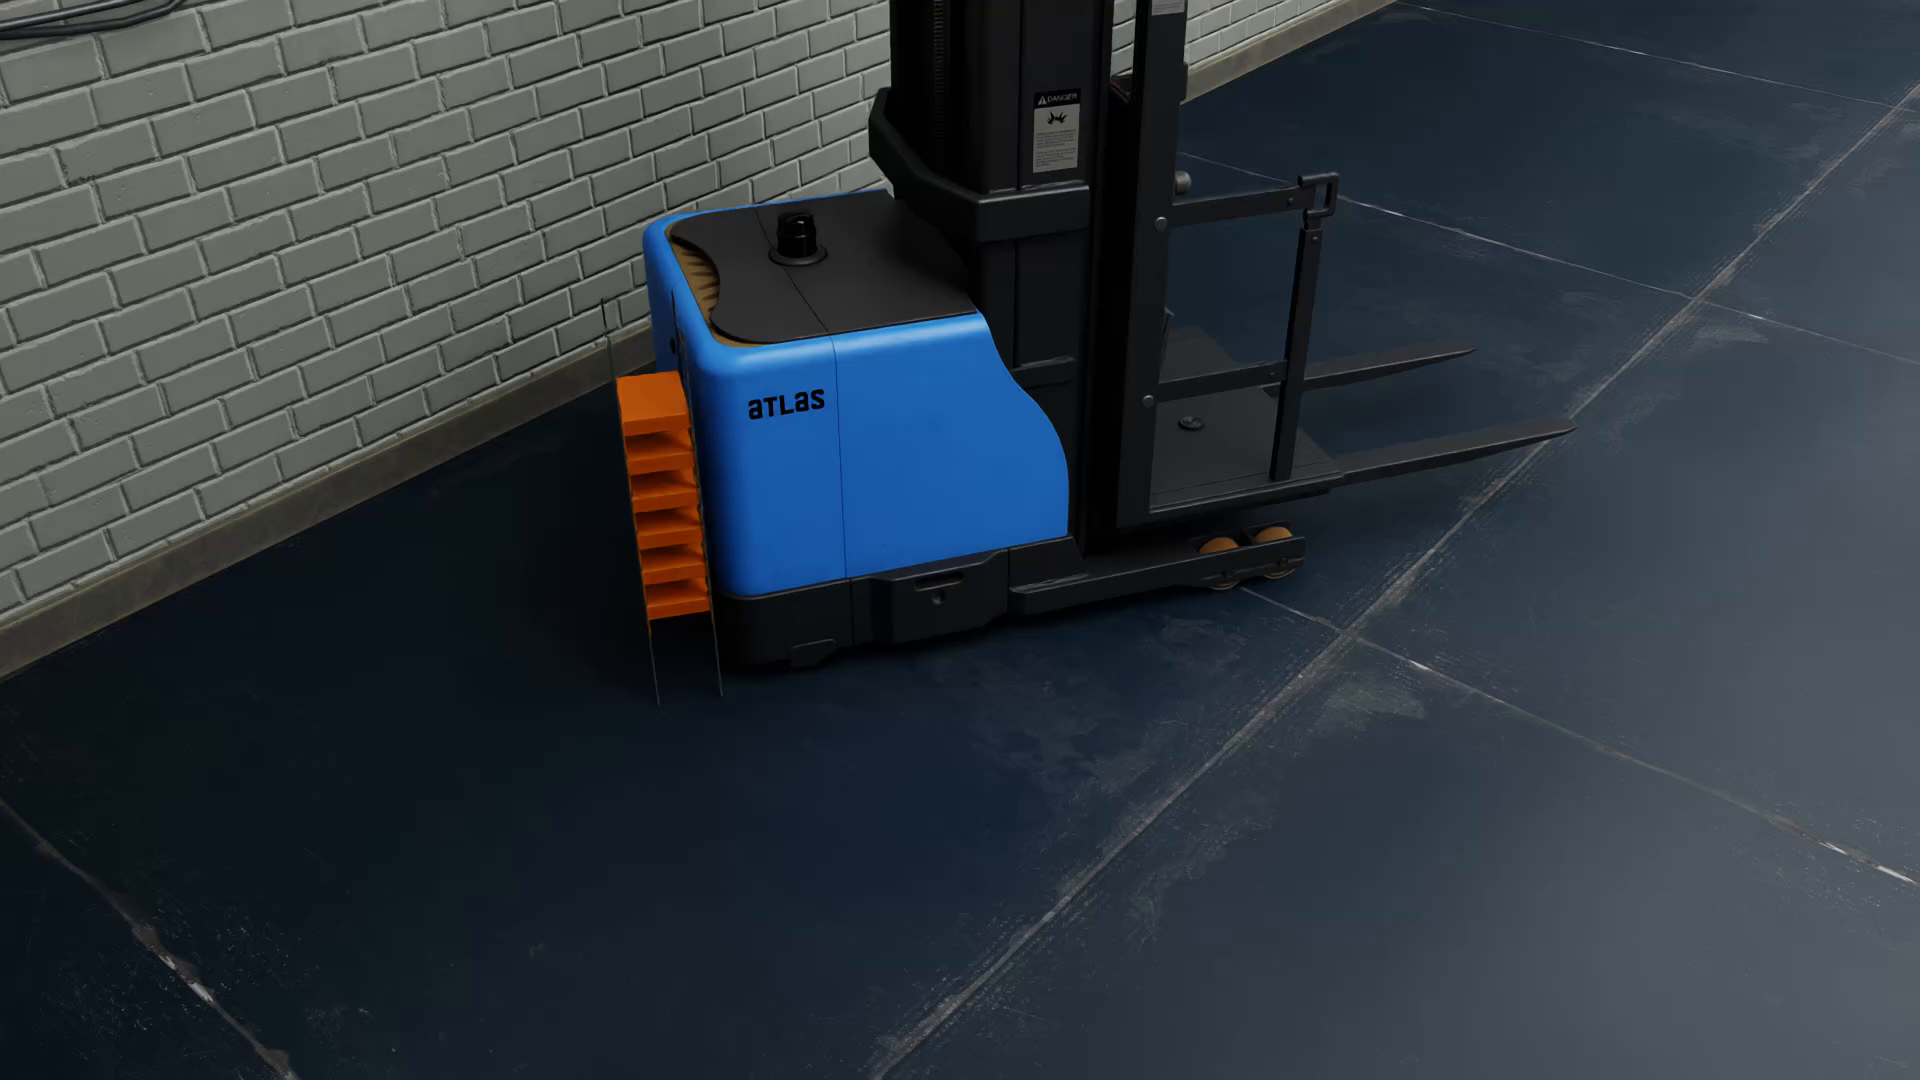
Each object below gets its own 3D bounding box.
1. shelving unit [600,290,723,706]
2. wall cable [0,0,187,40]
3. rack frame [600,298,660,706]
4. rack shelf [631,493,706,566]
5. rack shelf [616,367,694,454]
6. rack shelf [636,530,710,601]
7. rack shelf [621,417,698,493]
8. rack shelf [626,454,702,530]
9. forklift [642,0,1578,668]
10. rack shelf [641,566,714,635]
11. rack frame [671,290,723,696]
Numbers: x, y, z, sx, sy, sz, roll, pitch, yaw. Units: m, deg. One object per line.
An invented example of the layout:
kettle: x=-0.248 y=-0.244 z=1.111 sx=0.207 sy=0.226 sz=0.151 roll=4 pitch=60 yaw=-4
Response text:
shelving unit: x=-0.819 y=-0.088 z=4.616 sx=0.189 sy=1.200 sz=0.258 roll=-9 pitch=36 yaw=-12
wall cable: x=-2.978 y=-1.924 z=3.144 sx=0.112 sy=2.526 sz=3.097 roll=25 pitch=42 yaw=32
rack frame: x=-0.907 y=-0.075 z=4.597 sx=0.006 sy=1.200 sz=0.240 roll=-9 pitch=36 yaw=-12
rack shelf: x=-0.819 y=-0.051 z=4.641 sx=0.180 sy=0.103 sz=0.258 roll=-9 pitch=36 yaw=-12
rack shelf: x=-0.819 y=-0.347 z=4.436 sx=0.180 sy=0.103 sz=0.258 roll=-9 pitch=36 yaw=-12
rack shelf: x=-0.819 y=0.047 z=4.709 sx=0.180 sy=0.103 sz=0.258 roll=-9 pitch=36 yaw=-12
rack shelf: x=-0.819 y=-0.249 z=4.504 sx=0.180 sy=0.103 sz=0.258 roll=-9 pitch=36 yaw=-12
rack shelf: x=-0.819 y=-0.150 z=4.573 sx=0.180 sy=0.103 sz=0.258 roll=-9 pitch=36 yaw=-12
forklift: x=0.590 y=-1.321 z=4.883 sx=3.031 sy=2.935 sz=1.130 roll=-11 pitch=36 yaw=-15
rack shelf: x=-0.819 y=0.146 z=4.777 sx=0.180 sy=0.103 sz=0.258 roll=-9 pitch=36 yaw=-12
rack frame: x=-0.730 y=-0.101 z=4.635 sx=0.006 sy=1.200 sz=0.240 roll=-9 pitch=36 yaw=-12
